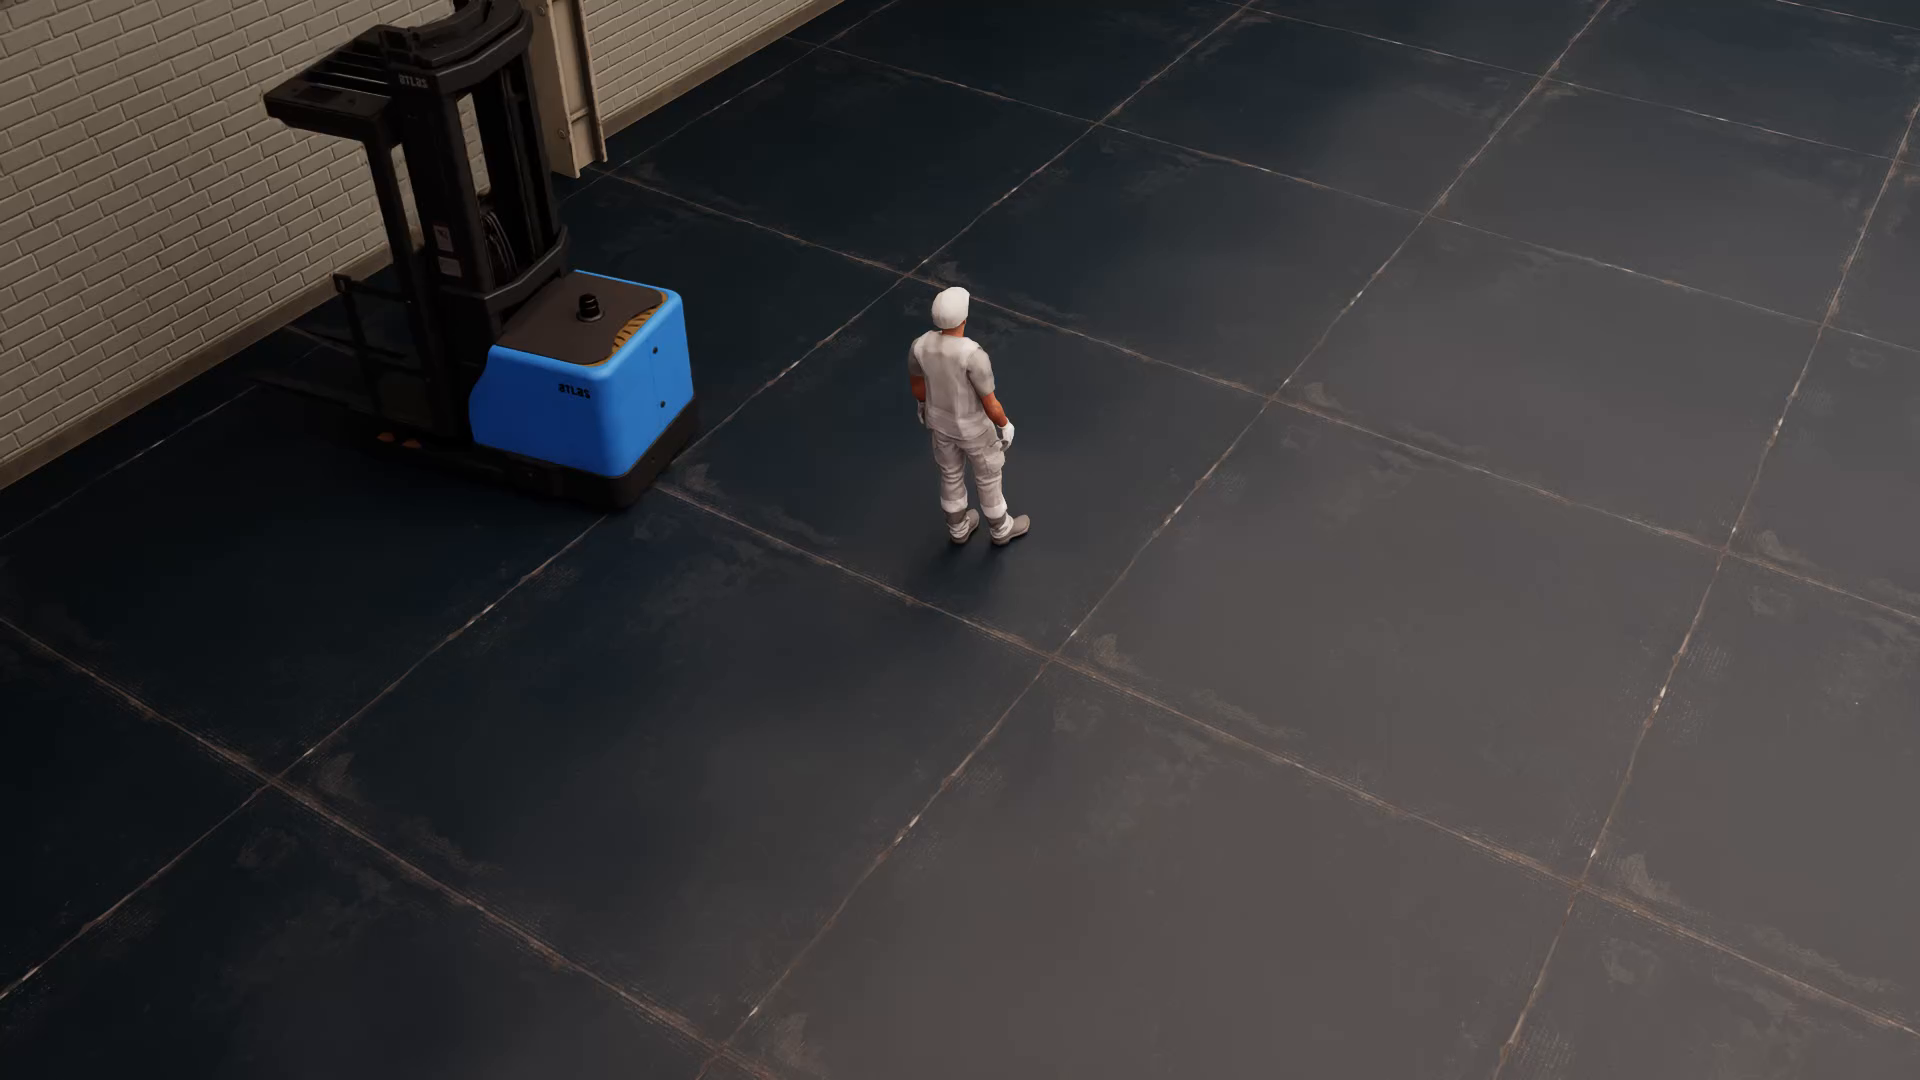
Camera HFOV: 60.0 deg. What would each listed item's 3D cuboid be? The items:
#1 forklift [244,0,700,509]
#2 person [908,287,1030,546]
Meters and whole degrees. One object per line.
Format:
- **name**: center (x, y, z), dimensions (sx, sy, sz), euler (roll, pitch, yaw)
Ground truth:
- **forklift**: center (-3.297, -1.911, 10.222), dimensions (3.031, 2.935, 1.130), euler (14, 42, 16)
- **person**: center (0.052, -0.728, 9.699), dimensions (0.638, 1.789, 0.562), euler (22, 45, 24)
